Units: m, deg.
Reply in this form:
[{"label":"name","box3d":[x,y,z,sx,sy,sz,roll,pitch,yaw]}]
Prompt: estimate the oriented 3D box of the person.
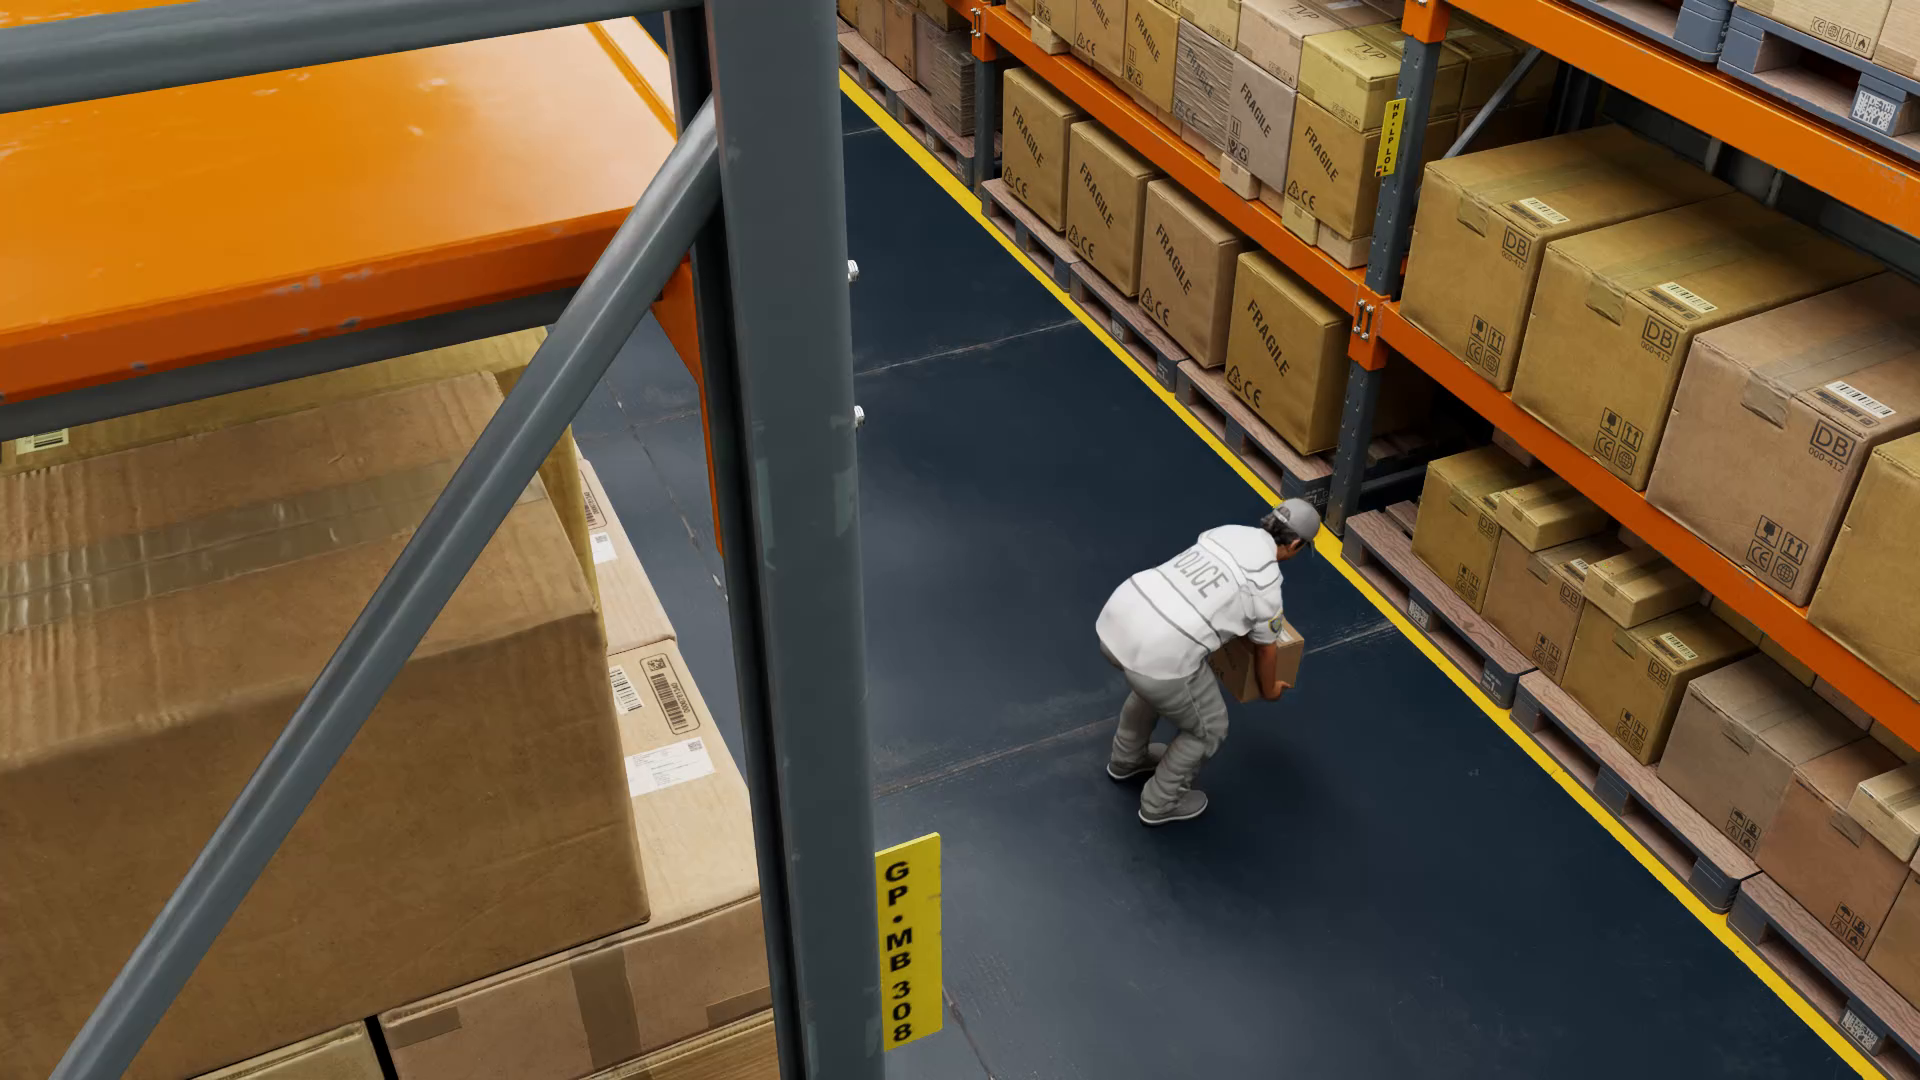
[{"label":"person","box3d":[0.948,0.462,6.388,0.892,1.256,0.475,-17,41,-21]}]
